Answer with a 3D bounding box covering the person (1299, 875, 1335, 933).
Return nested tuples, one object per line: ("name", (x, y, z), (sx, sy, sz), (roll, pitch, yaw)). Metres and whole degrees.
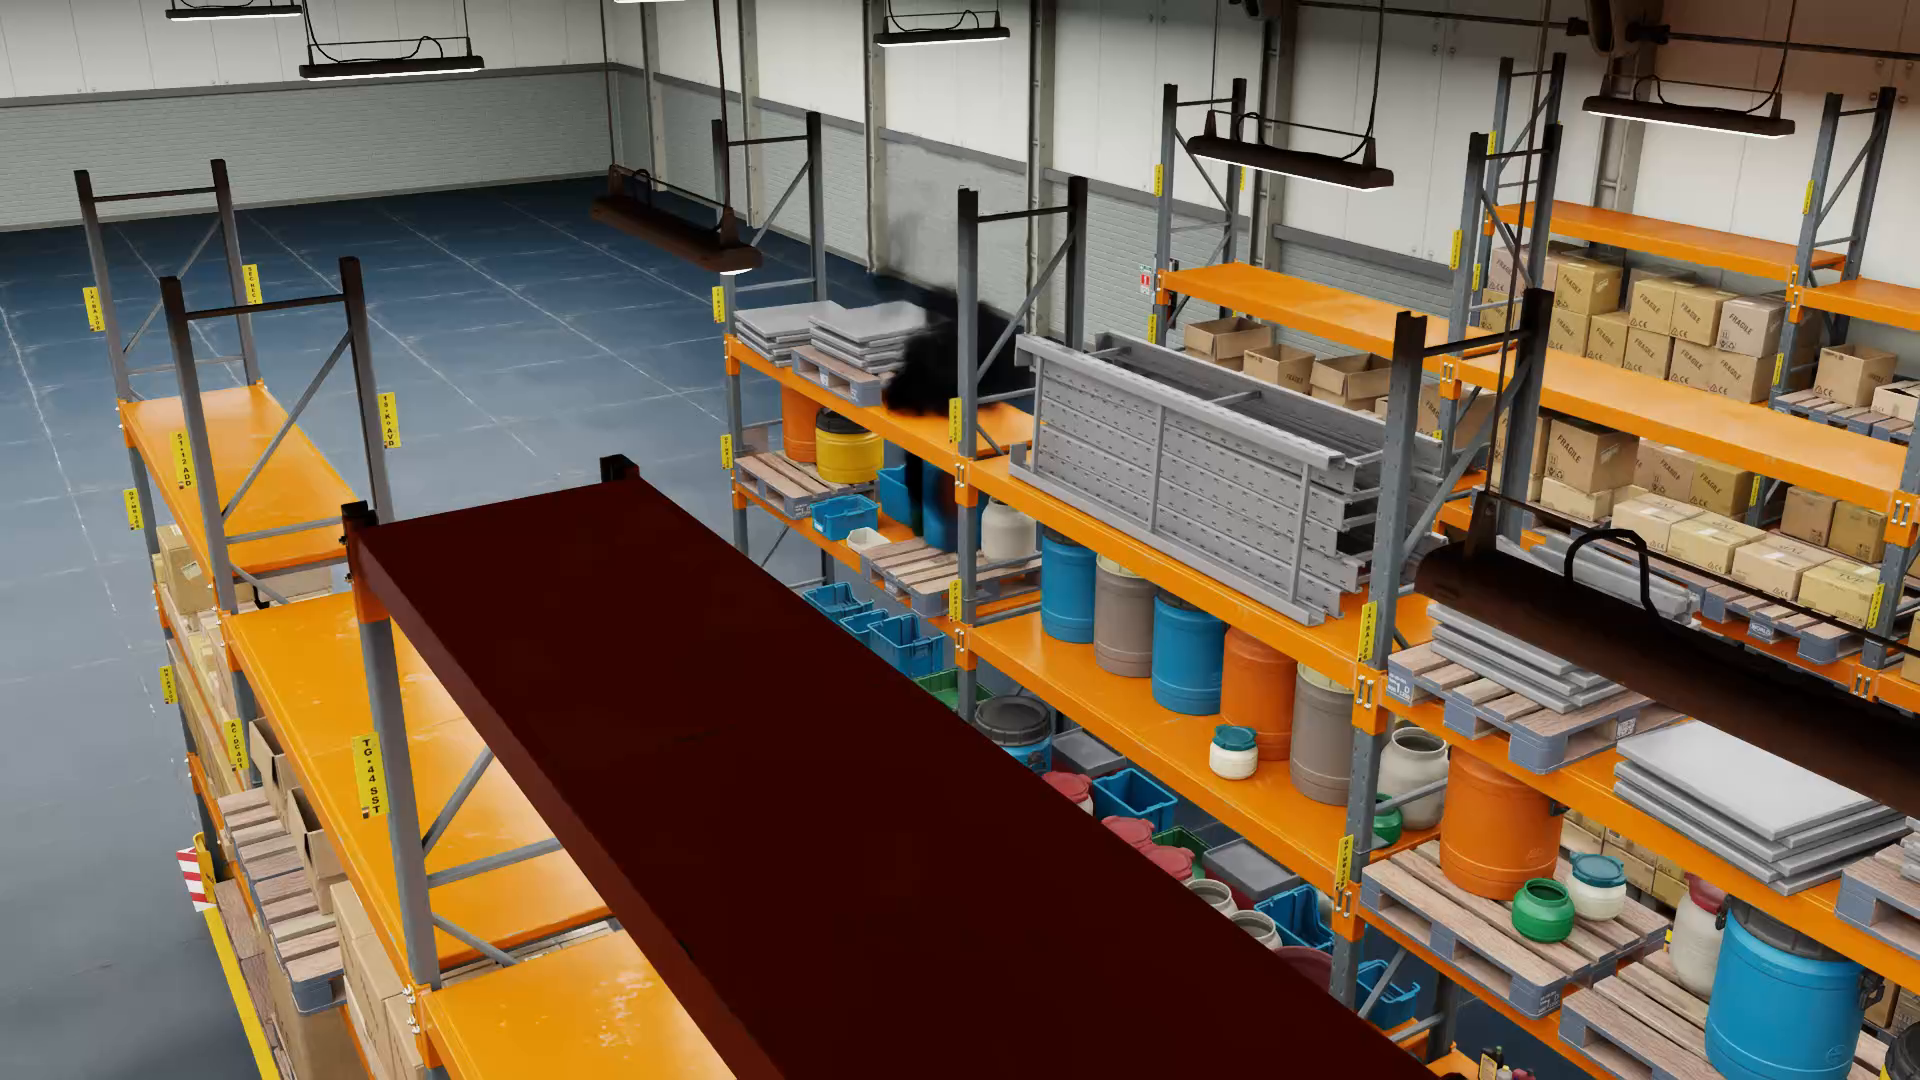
("person", (2.684, 2.424, 12.859), (0.711, 1.524, 0.839), (-19, 29, -39))
